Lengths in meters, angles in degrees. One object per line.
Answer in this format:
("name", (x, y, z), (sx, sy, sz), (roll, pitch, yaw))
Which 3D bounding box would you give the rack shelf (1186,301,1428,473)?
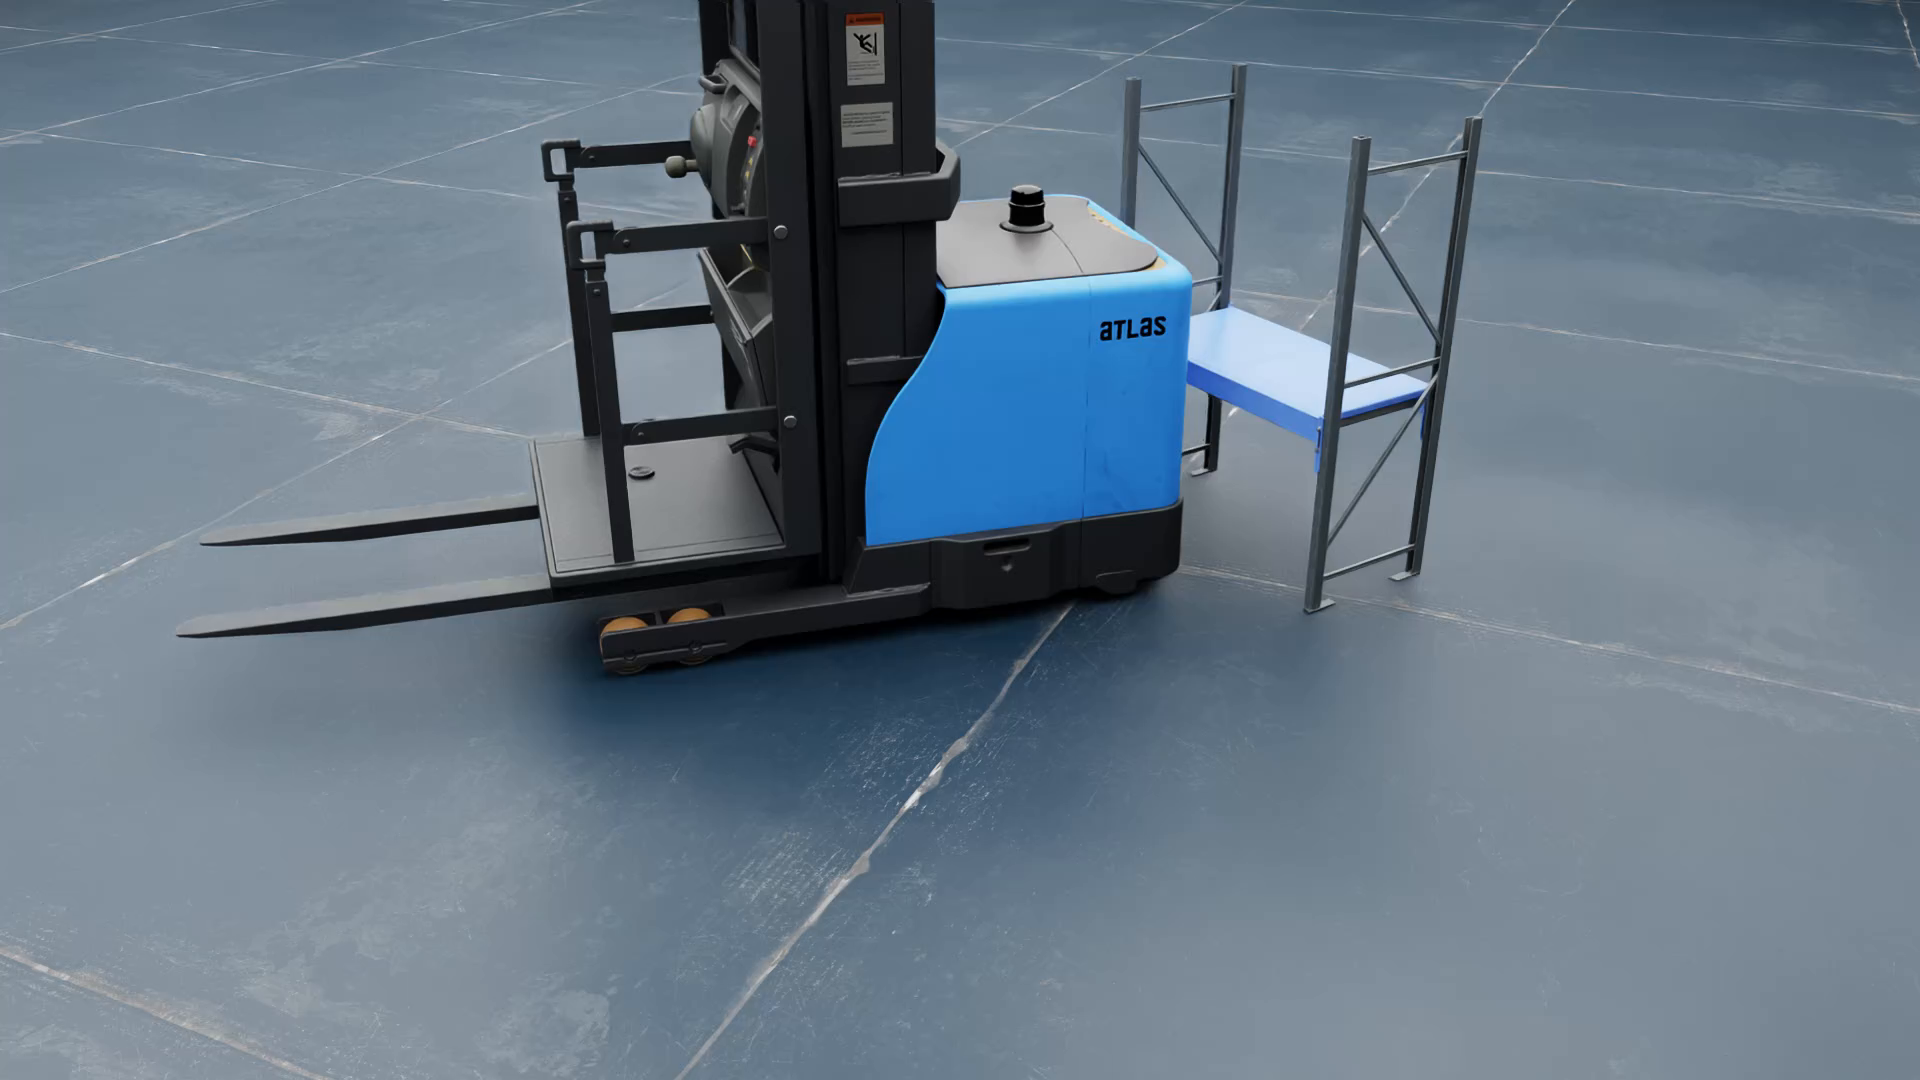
("rack shelf", (1.033, -0.532, 5.539), (0.538, 0.185, 1.000), (-16, 30, -29))

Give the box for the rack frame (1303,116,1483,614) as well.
("rack frame", (1.312, -0.505, 5.078), (0.500, 1.500, 0.032), (-16, 30, -29))

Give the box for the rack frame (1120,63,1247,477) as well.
("rack frame", (0.755, -0.881, 5.842), (0.500, 1.500, 0.032), (-16, 30, -29))

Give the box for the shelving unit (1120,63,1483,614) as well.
("shelving unit", (1.033, -0.693, 5.460), (0.538, 1.500, 1.048), (-16, 30, -29))

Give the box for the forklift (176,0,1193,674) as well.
("forklift", (-0.860, -1.177, 4.821), (3.031, 2.935, 1.130), (-7, 27, -15))
